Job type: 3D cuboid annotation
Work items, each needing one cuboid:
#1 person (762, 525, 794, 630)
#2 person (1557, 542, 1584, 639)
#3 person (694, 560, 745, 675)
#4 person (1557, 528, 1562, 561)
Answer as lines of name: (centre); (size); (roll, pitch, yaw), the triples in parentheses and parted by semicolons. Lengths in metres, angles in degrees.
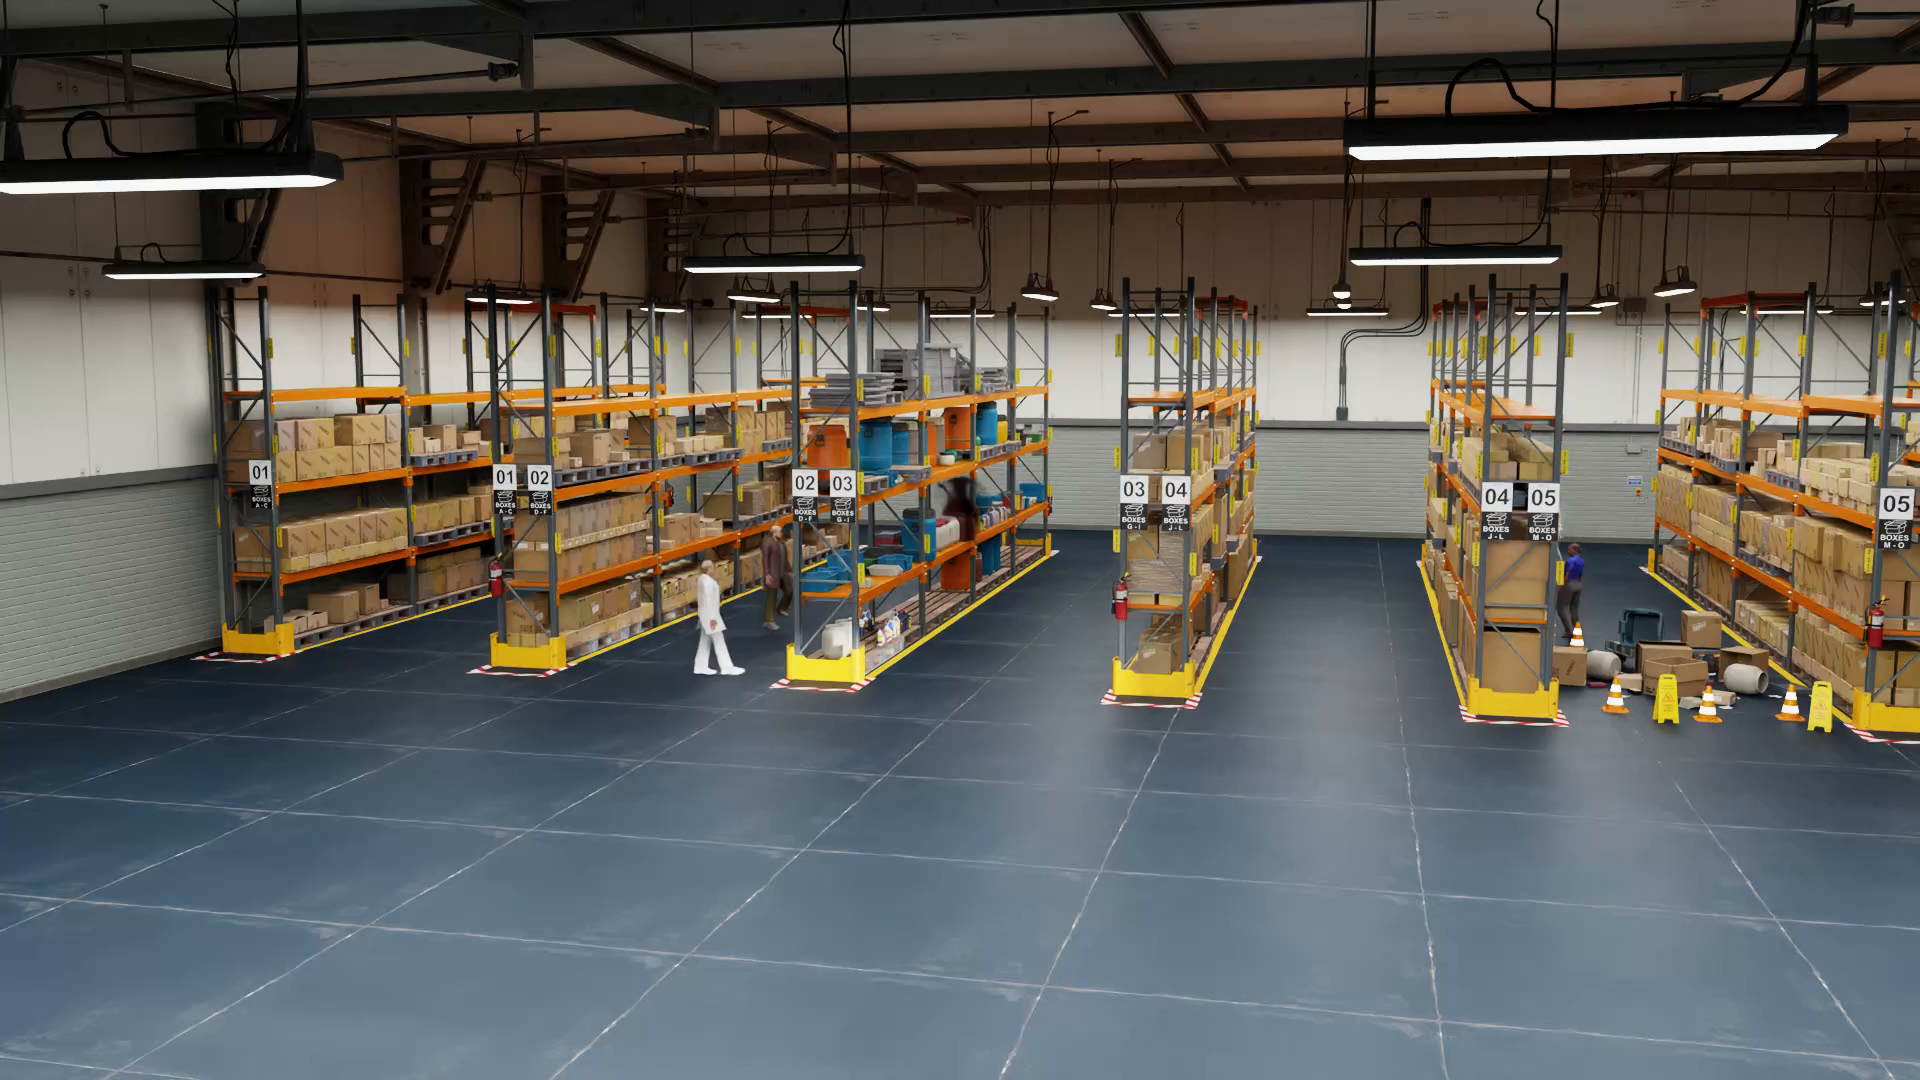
person: (-3.180, 0.637, 29.160); (0.458, 1.783, 0.675); (4, 8, 34)
person: (10.594, 0.881, 28.864); (0.558, 1.671, 0.413); (-4, 8, -33)
person: (-3.713, 1.193, 25.543); (0.791, 1.775, 0.617); (-1, 7, -7)
person: (13.382, -0.180, 37.792); (0.586, 1.628, 0.933); (-5, 8, -36)
